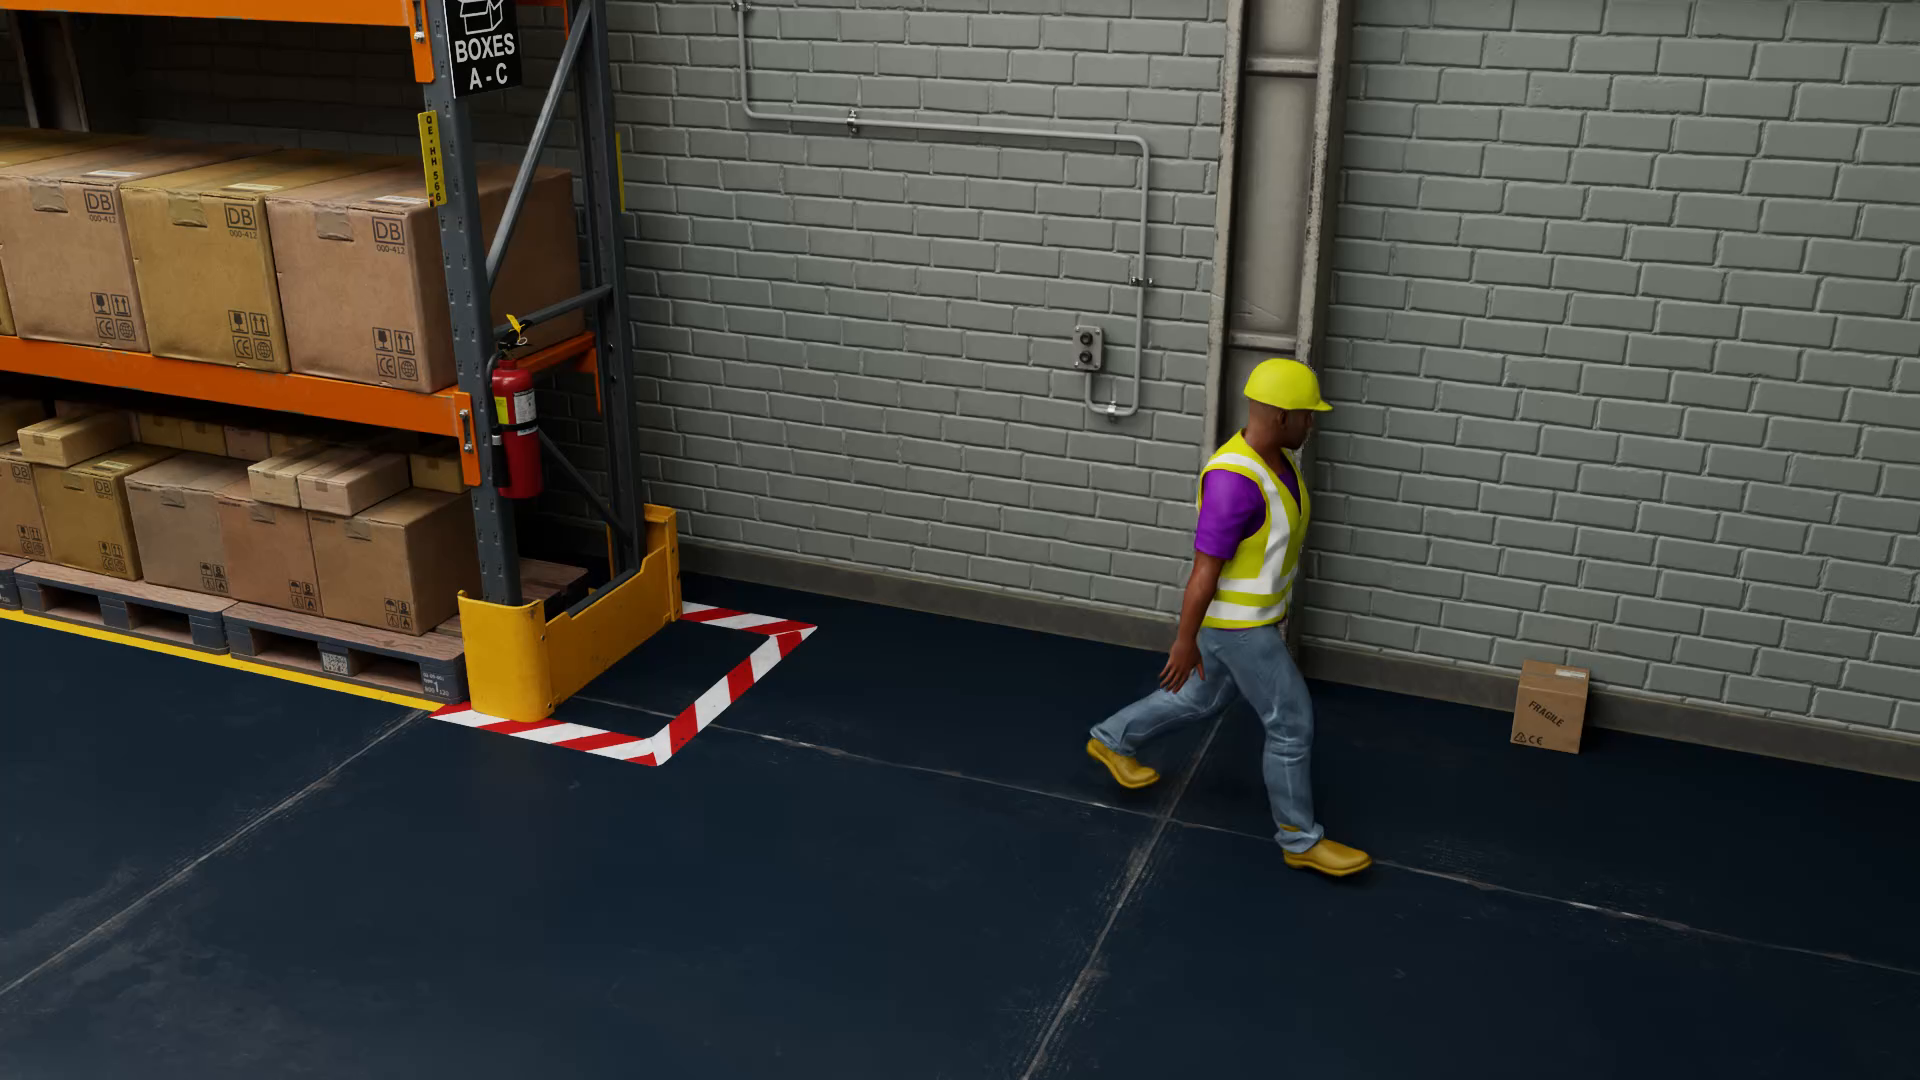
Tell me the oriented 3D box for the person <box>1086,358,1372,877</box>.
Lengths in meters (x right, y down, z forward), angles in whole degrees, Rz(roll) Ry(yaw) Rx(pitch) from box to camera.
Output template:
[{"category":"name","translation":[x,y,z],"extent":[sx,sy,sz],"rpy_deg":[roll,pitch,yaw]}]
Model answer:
[{"category":"person","translation":[0.921,0.231,5.543],"extent":[1.080,1.720,0.670],"rpy_deg":[9,24,20]}]
